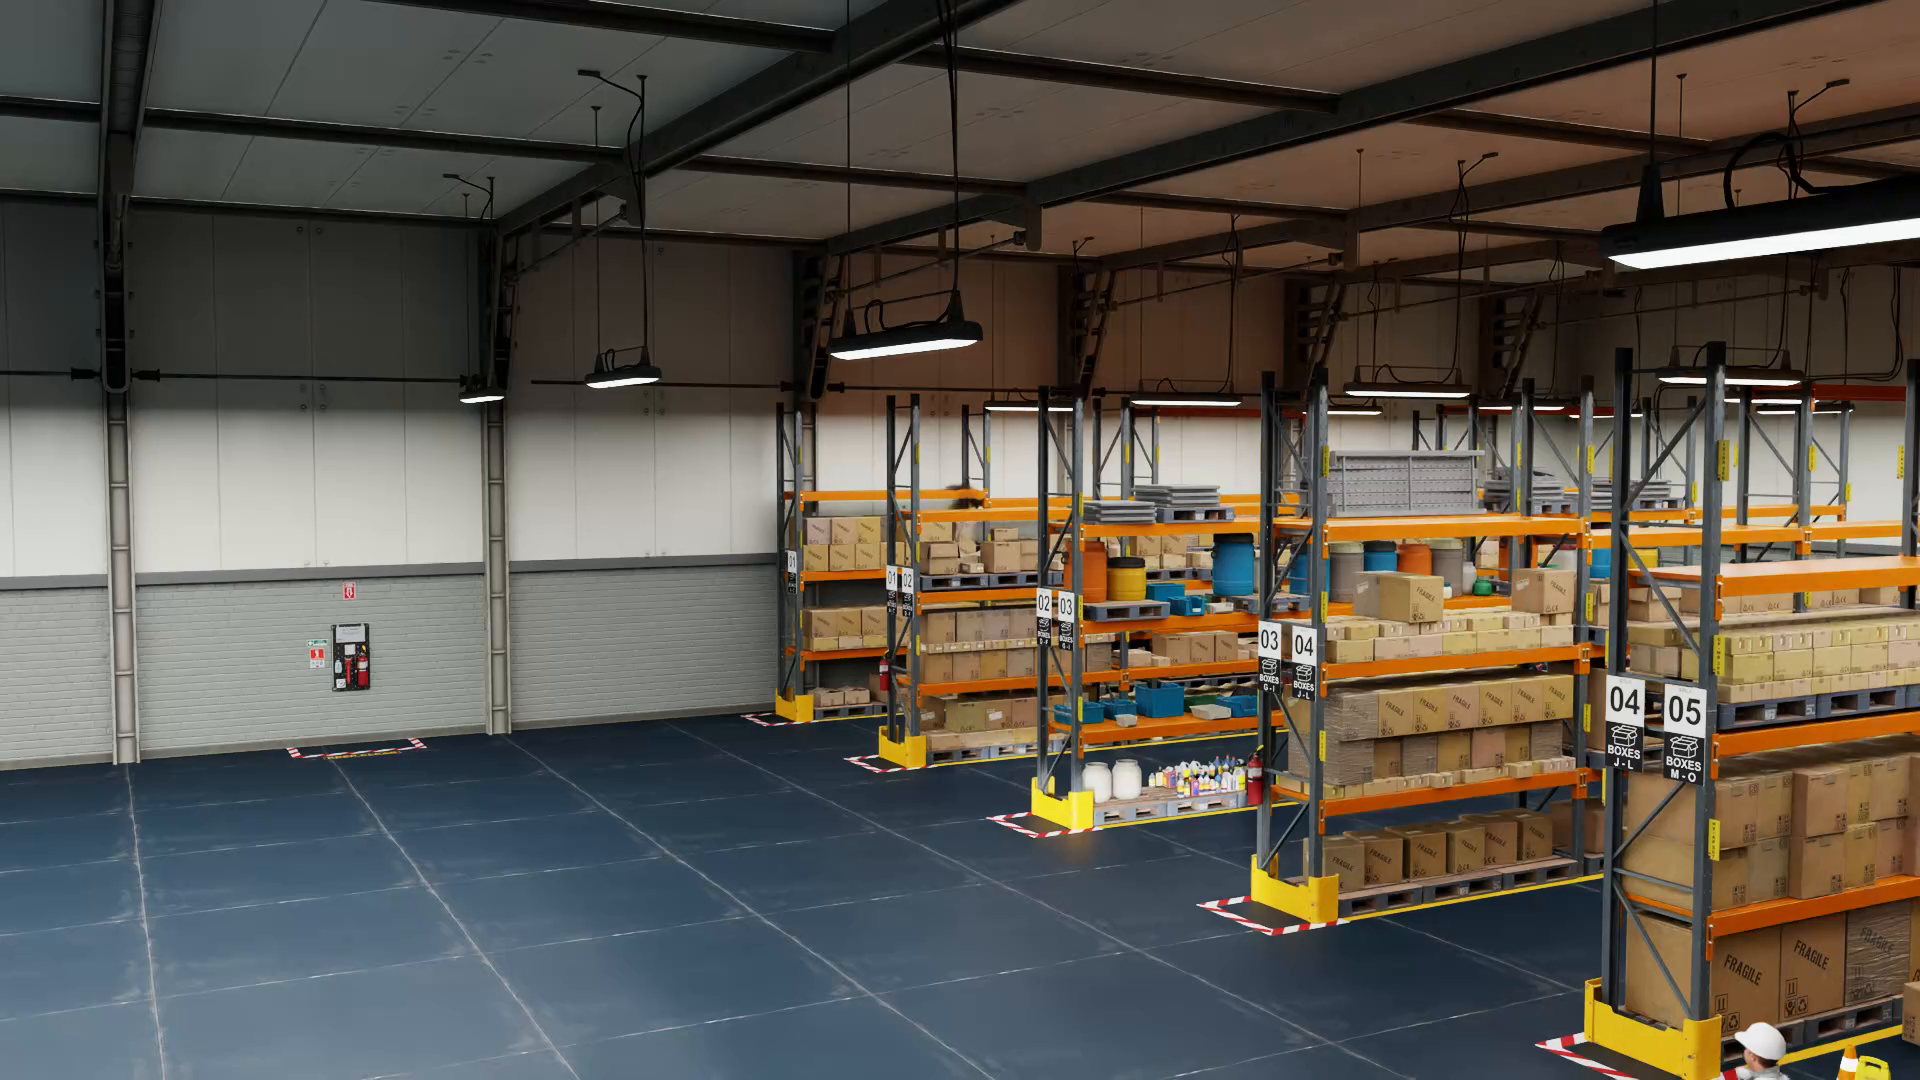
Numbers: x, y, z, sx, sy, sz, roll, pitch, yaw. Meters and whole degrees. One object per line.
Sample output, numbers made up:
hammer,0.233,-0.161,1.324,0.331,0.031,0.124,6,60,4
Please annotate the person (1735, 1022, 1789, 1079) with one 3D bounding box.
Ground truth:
person,4.752,3.730,9.903,1.020,1.732,0.471,0,3,5
